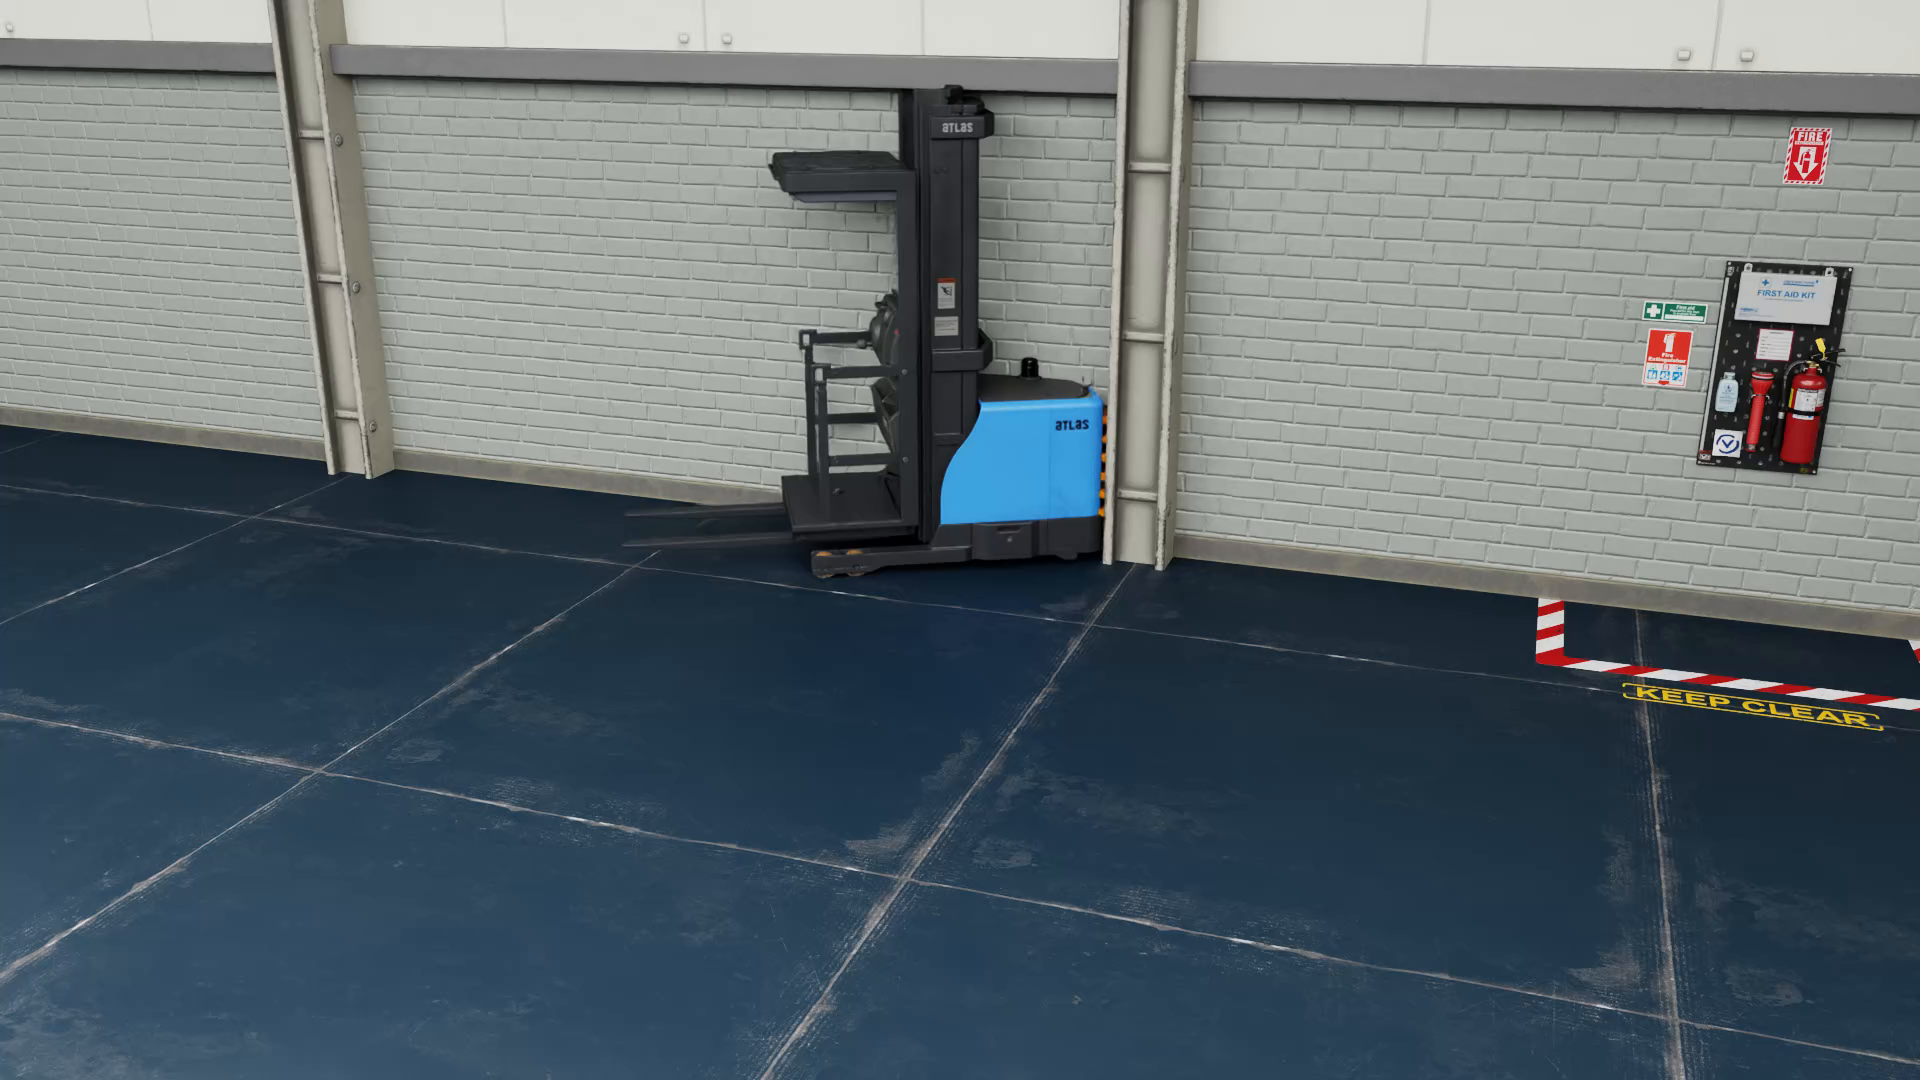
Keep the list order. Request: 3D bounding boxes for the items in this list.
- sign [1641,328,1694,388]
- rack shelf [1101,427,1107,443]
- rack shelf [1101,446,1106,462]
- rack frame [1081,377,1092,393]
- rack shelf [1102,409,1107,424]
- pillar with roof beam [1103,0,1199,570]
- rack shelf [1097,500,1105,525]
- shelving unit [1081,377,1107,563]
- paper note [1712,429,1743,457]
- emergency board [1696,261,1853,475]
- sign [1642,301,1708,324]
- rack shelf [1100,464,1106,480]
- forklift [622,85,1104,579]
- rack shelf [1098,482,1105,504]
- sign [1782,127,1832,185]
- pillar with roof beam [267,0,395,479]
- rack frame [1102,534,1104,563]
[{"bbox_3d":[4.008,-1.031,9.424,0.234,0.329,0.001,7,20,18],"label":"sign"},{"bbox_3d":[0.883,-0.649,10.578,0.180,0.103,0.258,7,17,18],"label":"rack shelf"},{"bbox_3d":[0.881,-0.534,10.611,0.180,0.103,0.258,7,17,18],"label":"rack shelf"},{"bbox_3d":[0.793,-0.472,10.661,0.006,1.200,0.240,7,17,18],"label":"rack frame"},{"bbox_3d":[0.885,-0.764,10.544,0.180,0.103,0.258,7,17,18],"label":"rack shelf"},{"bbox_3d":[-0.262,-2.786,5.399,0.400,9.000,9.100,7,20,18],"label":"pillar with roof beam"},{"bbox_3d":[0.874,-0.189,10.713,0.180,0.103,0.258,7,17,18],"label":"rack shelf"},{"bbox_3d":[0.879,-0.462,10.633,0.189,1.200,0.258,7,17,18],"label":"shelving unit"},{"bbox_3d":[4.352,-0.547,9.428,0.142,0.148,0.016,7,20,18],"label":"paper note"},{"bbox_3d":[4.497,-0.923,9.166,0.643,1.169,0.194,7,20,18],"label":"emergency board"},{"bbox_3d":[4.010,-1.278,9.327,0.331,0.109,0.001,7,20,18],"label":"sign"},{"bbox_3d":[0.878,-0.419,10.645,0.180,0.103,0.258,7,17,18],"label":"rack shelf"},{"bbox_3d":[-0.652,-1.329,10.435,3.031,2.935,1.130,-3,19,-9],"label":"forklift"},{"bbox_3d":[0.876,-0.304,10.679,0.180,0.103,0.258,7,17,18],"label":"rack shelf"},{"bbox_3d":[4.522,-2.049,8.876,0.199,0.298,0.001,7,20,18],"label":"sign"},{"bbox_3d":[-5.930,-3.435,7.258,0.400,9.000,9.100,7,20,18],"label":"pillar with roof beam"},{"bbox_3d":[0.966,-0.451,10.604,0.006,1.200,0.240,7,17,18],"label":"rack frame"}]
